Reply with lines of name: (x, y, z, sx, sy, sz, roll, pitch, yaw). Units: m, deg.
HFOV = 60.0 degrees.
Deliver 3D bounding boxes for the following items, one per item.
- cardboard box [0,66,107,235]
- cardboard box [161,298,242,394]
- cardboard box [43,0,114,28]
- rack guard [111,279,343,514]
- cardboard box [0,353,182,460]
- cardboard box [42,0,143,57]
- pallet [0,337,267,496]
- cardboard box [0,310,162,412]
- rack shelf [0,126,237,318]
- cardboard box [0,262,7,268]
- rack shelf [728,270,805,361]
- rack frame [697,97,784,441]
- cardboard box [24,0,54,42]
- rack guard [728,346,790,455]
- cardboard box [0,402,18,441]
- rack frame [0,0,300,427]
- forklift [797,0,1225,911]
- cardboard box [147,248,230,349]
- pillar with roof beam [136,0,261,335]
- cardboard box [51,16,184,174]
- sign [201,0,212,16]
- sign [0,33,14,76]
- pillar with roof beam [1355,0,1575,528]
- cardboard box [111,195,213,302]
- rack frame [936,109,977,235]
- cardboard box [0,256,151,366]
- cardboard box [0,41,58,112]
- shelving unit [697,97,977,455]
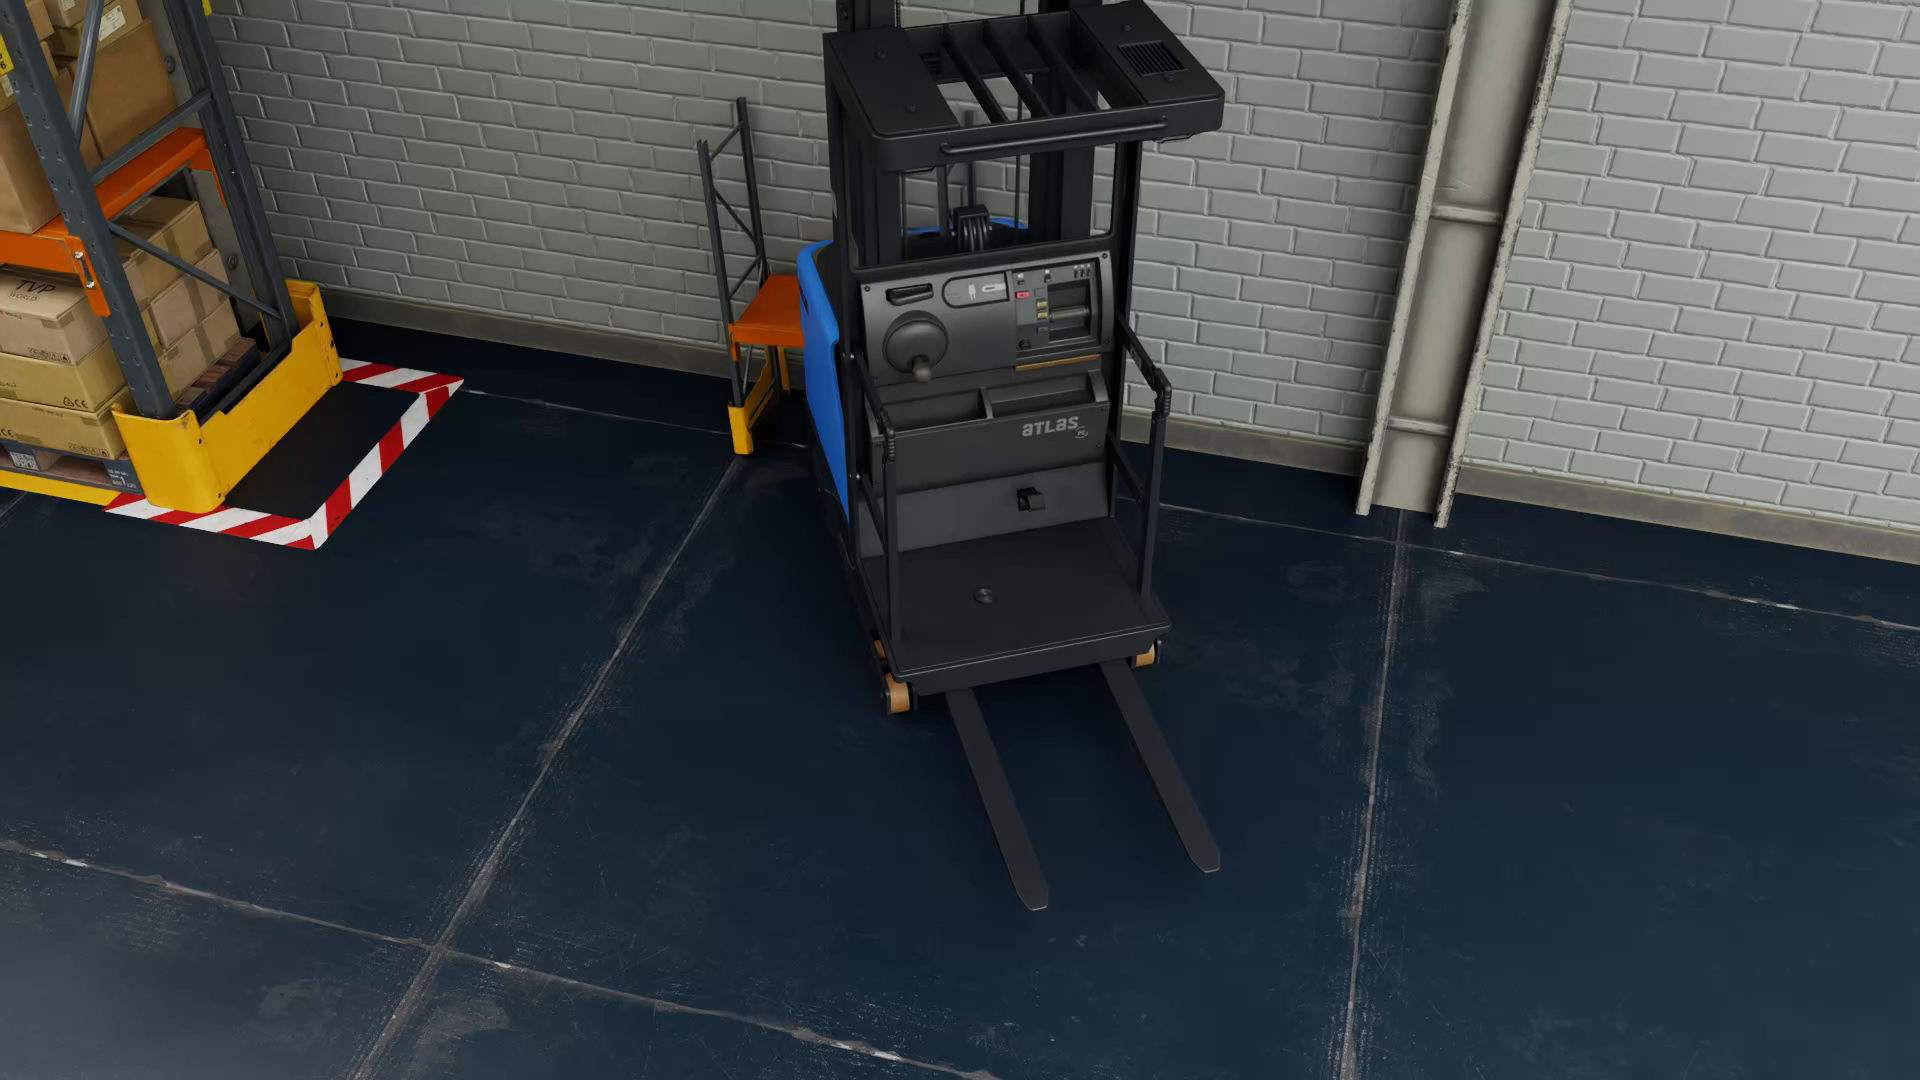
cardboard box: (-3.914, -1.608, 6.755, 0.500, 0.500, 0.500, 9, 41, 10)
cardboard box: (-3.795, -0.962, 7.875, 0.500, 0.250, 0.500, 10, 41, 12)
cardboard box: (-3.640, -2.240, 6.772, 0.250, 0.149, 0.380, 9, 41, 11)
rack guard: (-3.348, -0.690, 7.683, 0.348, 0.500, 1.175, 10, 41, 11)
cardboard box: (-3.907, -0.641, 7.492, 0.500, 0.250, 0.500, 10, 41, 12)
cardboard box: (-3.632, -2.155, 6.902, 0.250, 0.149, 0.380, 9, 41, 10)
pallet: (-4.121, -0.685, 7.901, 1.213, 0.211, 1.003, 10, 41, 11)
cardboard box: (-3.922, -0.837, 7.337, 0.500, 0.250, 0.500, 9, 41, 11)
rack shelf: (-5.303, -1.708, 7.511, 4.000, 0.370, 1.077, 10, 41, 11)
cardboard box: (-4.391, -1.106, 7.268, 0.500, 0.250, 0.500, 10, 41, 12)
rack shelf: (-0.470, -0.968, 7.445, 1.000, 0.185, 0.538, 7, 38, 13)
rack frame: (-0.970, -1.170, 7.453, 0.032, 1.500, 0.500, 7, 38, 13)
cardboard box: (-3.771, -1.980, 6.462, 0.250, 0.149, 0.380, 10, 41, 12)
rack guard: (-0.940, -0.668, 7.824, 0.087, 0.250, 0.587, 7, 38, 13)
cardboard box: (-4.384, -0.729, 7.598, 0.500, 0.250, 0.500, 10, 41, 11)
rack frame: (-3.371, -1.651, 6.884, 0.127, 3.000, 1.000, 10, 41, 11)
forklift: (0.162, -0.731, 5.841, 1.130, 2.935, 3.031, -10, 41, -11)
cardboard box: (-3.771, -1.158, 7.719, 0.500, 0.250, 0.500, 10, 41, 12)
pillar with roof beam: (-4.923, -1.950, 2.574, 0.400, 9.000, 9.100, 10, 41, 11)
cardboard box: (-3.778, -1.944, 7.155, 0.500, 0.500, 0.500, 11, 41, 13)
sign: (-3.222, -2.357, 6.989, 0.005, 0.325, 0.100, 10, 41, 11)
sign: (-3.525, -1.850, 6.036, 0.005, 0.325, 0.100, 10, 41, 11)
pillar with roof beam: (0.873, -0.952, 1.387, 0.400, 9.000, 9.100, 10, 41, 11)
cardboard box: (-3.786, -1.339, 7.546, 0.500, 0.250, 0.500, 9, 41, 11)
rack frame: (0.014, -1.055, 7.223, 0.032, 1.500, 0.500, 7, 38, 13)
cardboard box: (-3.896, -1.025, 7.172, 0.500, 0.250, 0.500, 11, 41, 13)
cardboard box: (-3.778, -1.821, 6.504, 0.250, 0.149, 0.380, 10, 41, 12)
shelving unit: (-0.487, -1.114, 7.340, 1.083, 1.500, 0.587, 7, 38, 13)
